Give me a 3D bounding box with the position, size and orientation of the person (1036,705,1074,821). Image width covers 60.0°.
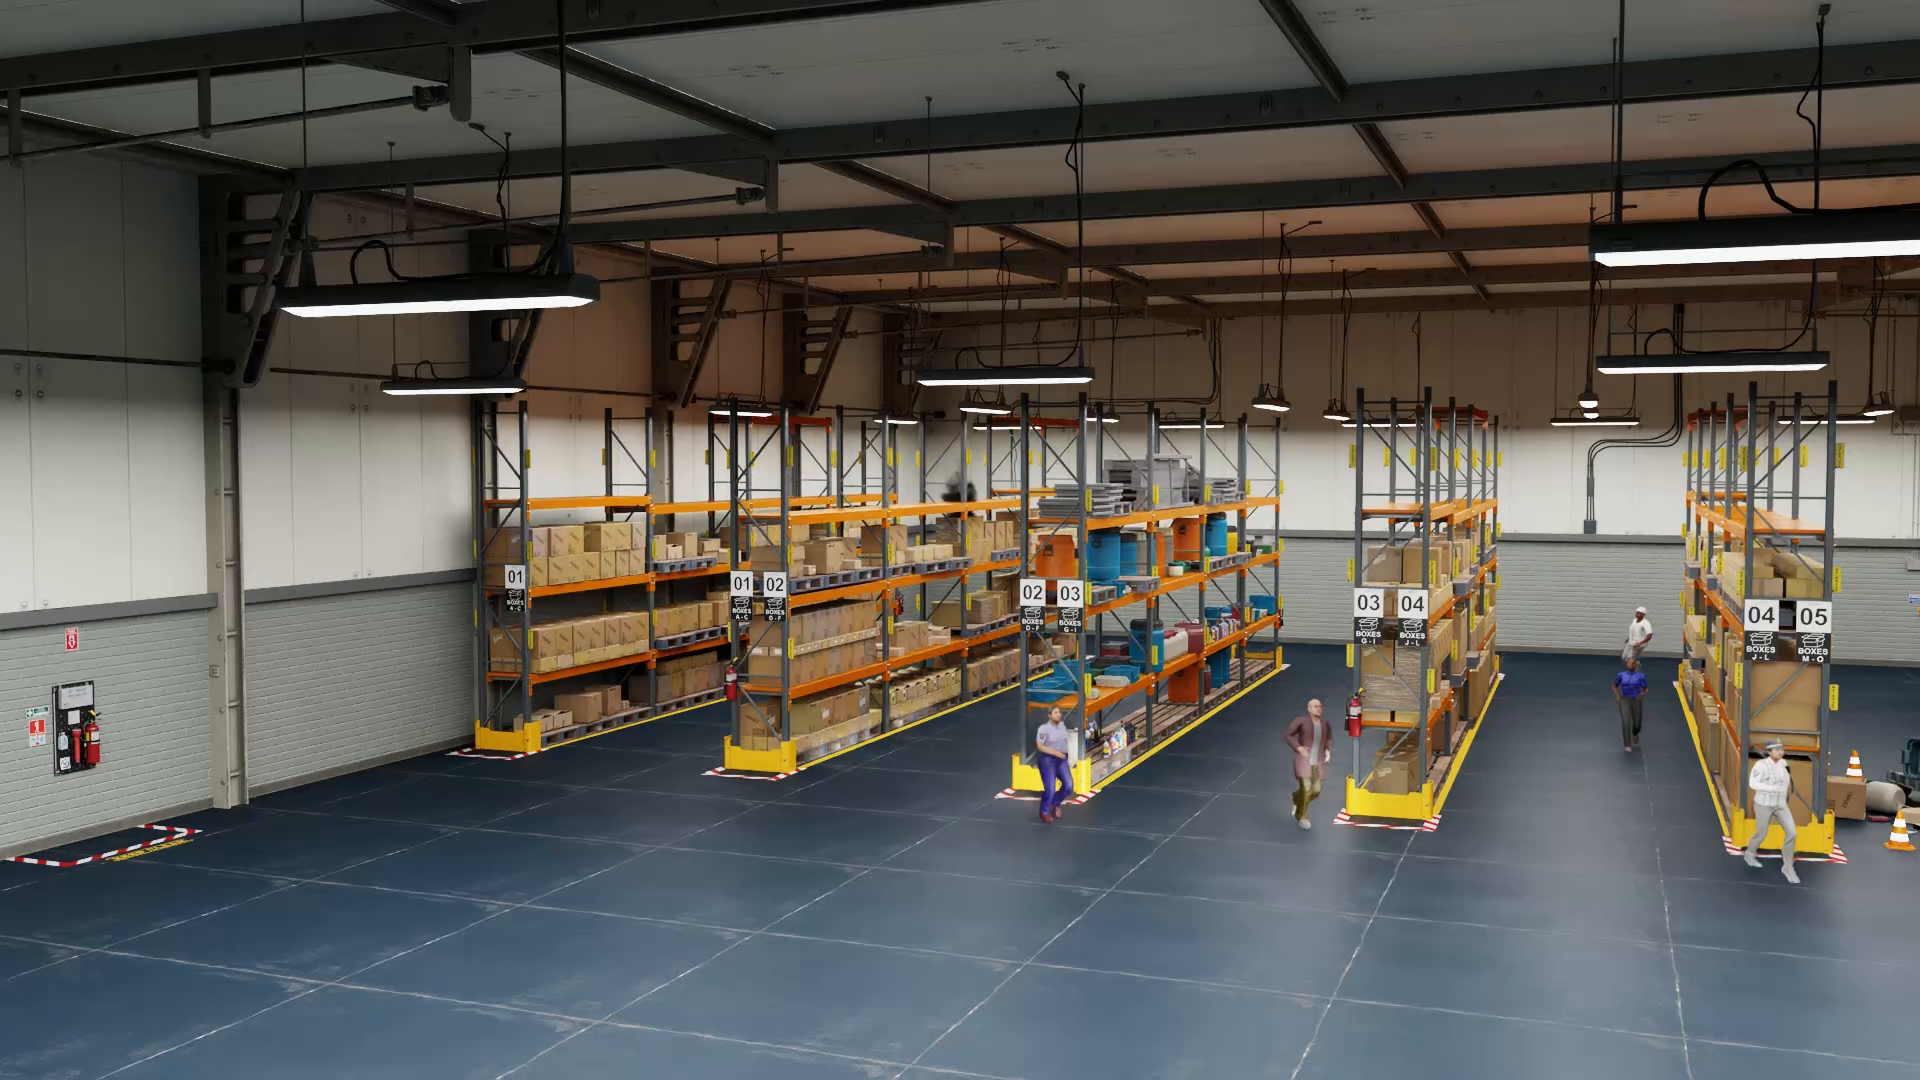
[{"bbox_3d":[1.335,3.086,22.904,0.631,1.590,0.599,-2,3,-34],"label":"person"}]

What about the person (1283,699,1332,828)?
[{"bbox_3d":[4.793,3.039,22.834,0.746,1.725,0.697,-1,3,-15],"label":"person"}]

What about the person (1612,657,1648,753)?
[{"bbox_3d":[11.477,2.808,28.491,0.580,1.607,0.659,1,3,21],"label":"person"}]

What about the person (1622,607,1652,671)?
[{"bbox_3d":[15.229,2.342,37.401,0.543,1.684,0.745,-1,3,-16],"label":"person"}]

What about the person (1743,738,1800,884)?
[{"bbox_3d":[9.695,3.198,19.919,0.626,1.723,0.805,0,3,-9],"label":"person"}]
